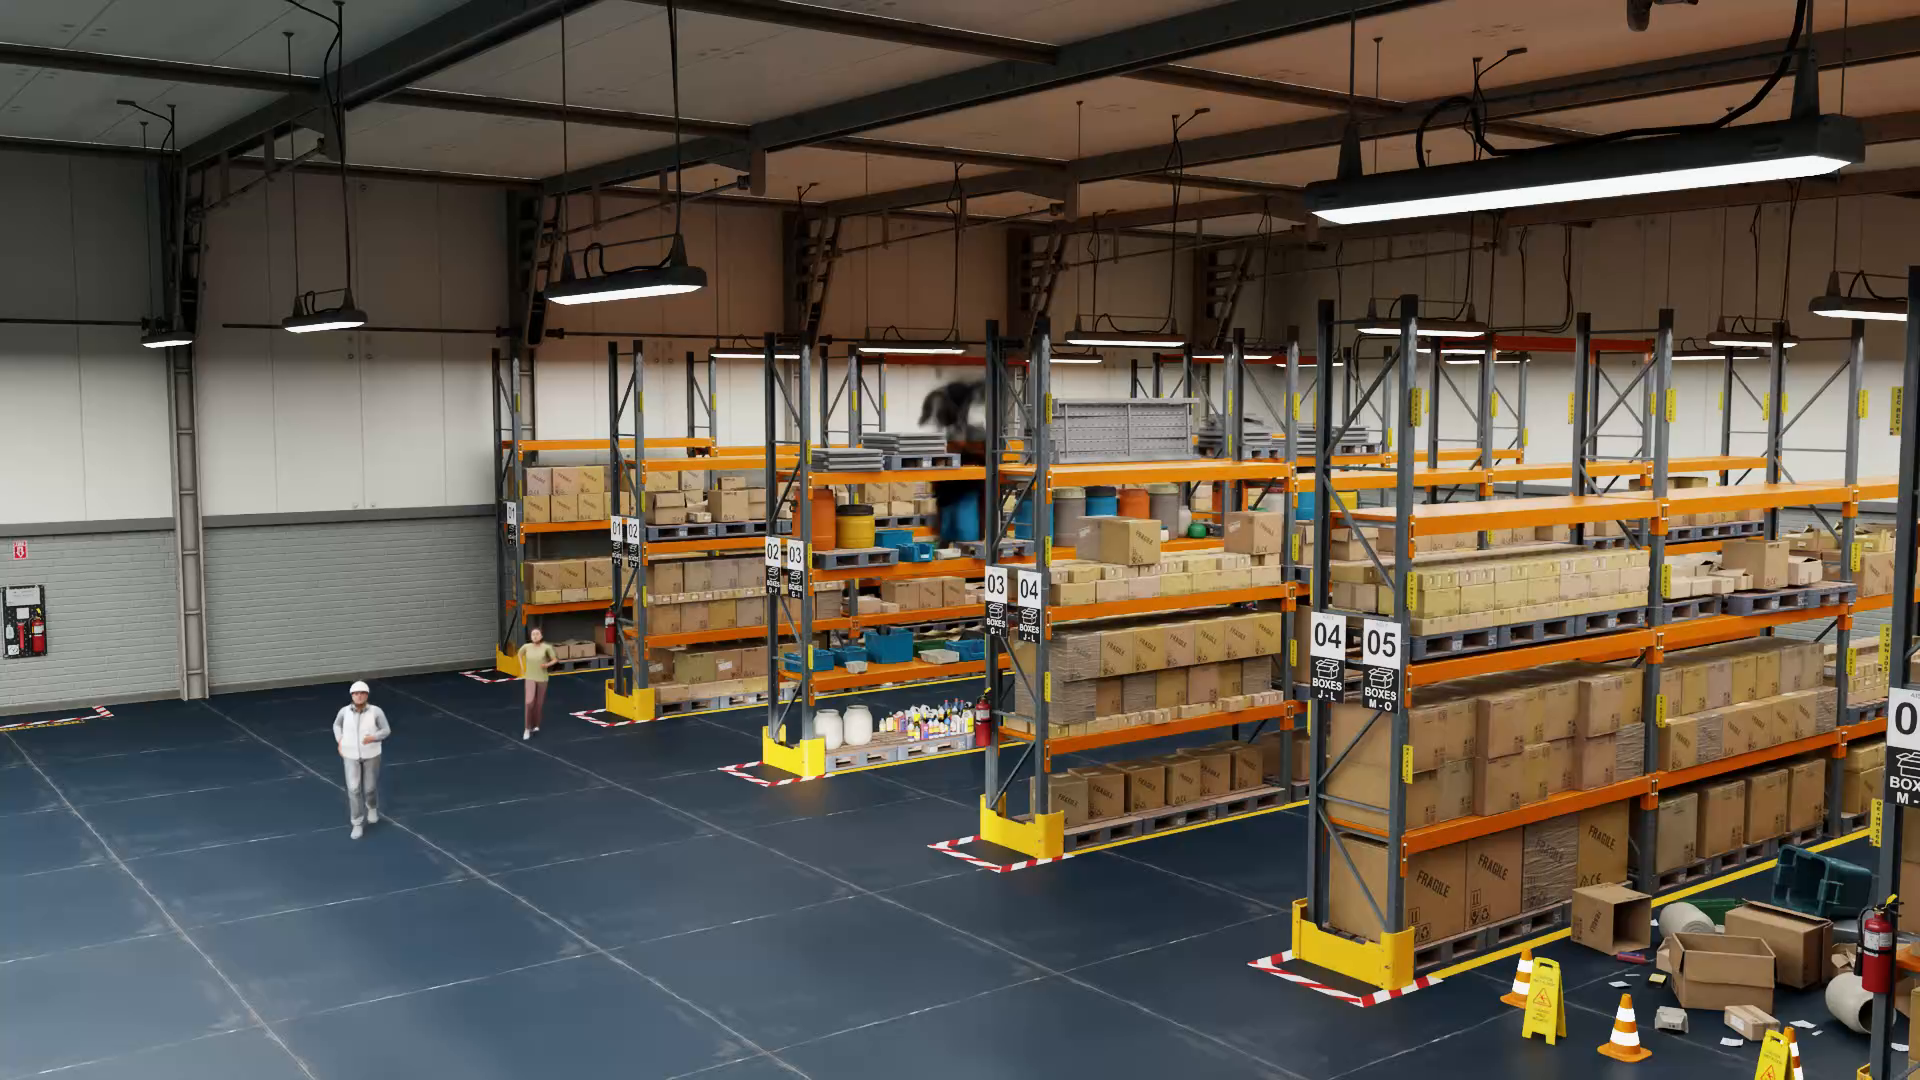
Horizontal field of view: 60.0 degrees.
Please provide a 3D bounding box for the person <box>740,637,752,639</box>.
[{"bbox_3d":[-3.852,1.623,30.439,0.722,1.768,0.650,-4,7,-40],"label":"person"}]

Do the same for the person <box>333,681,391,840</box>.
[{"bbox_3d":[-7.057,2.553,19.629,0.661,1.790,0.820,-1,5,-14],"label":"person"}]

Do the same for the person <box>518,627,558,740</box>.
[{"bbox_3d":[-6.360,2.141,25.064,0.593,1.697,0.652,-1,5,-11],"label":"person"}]
